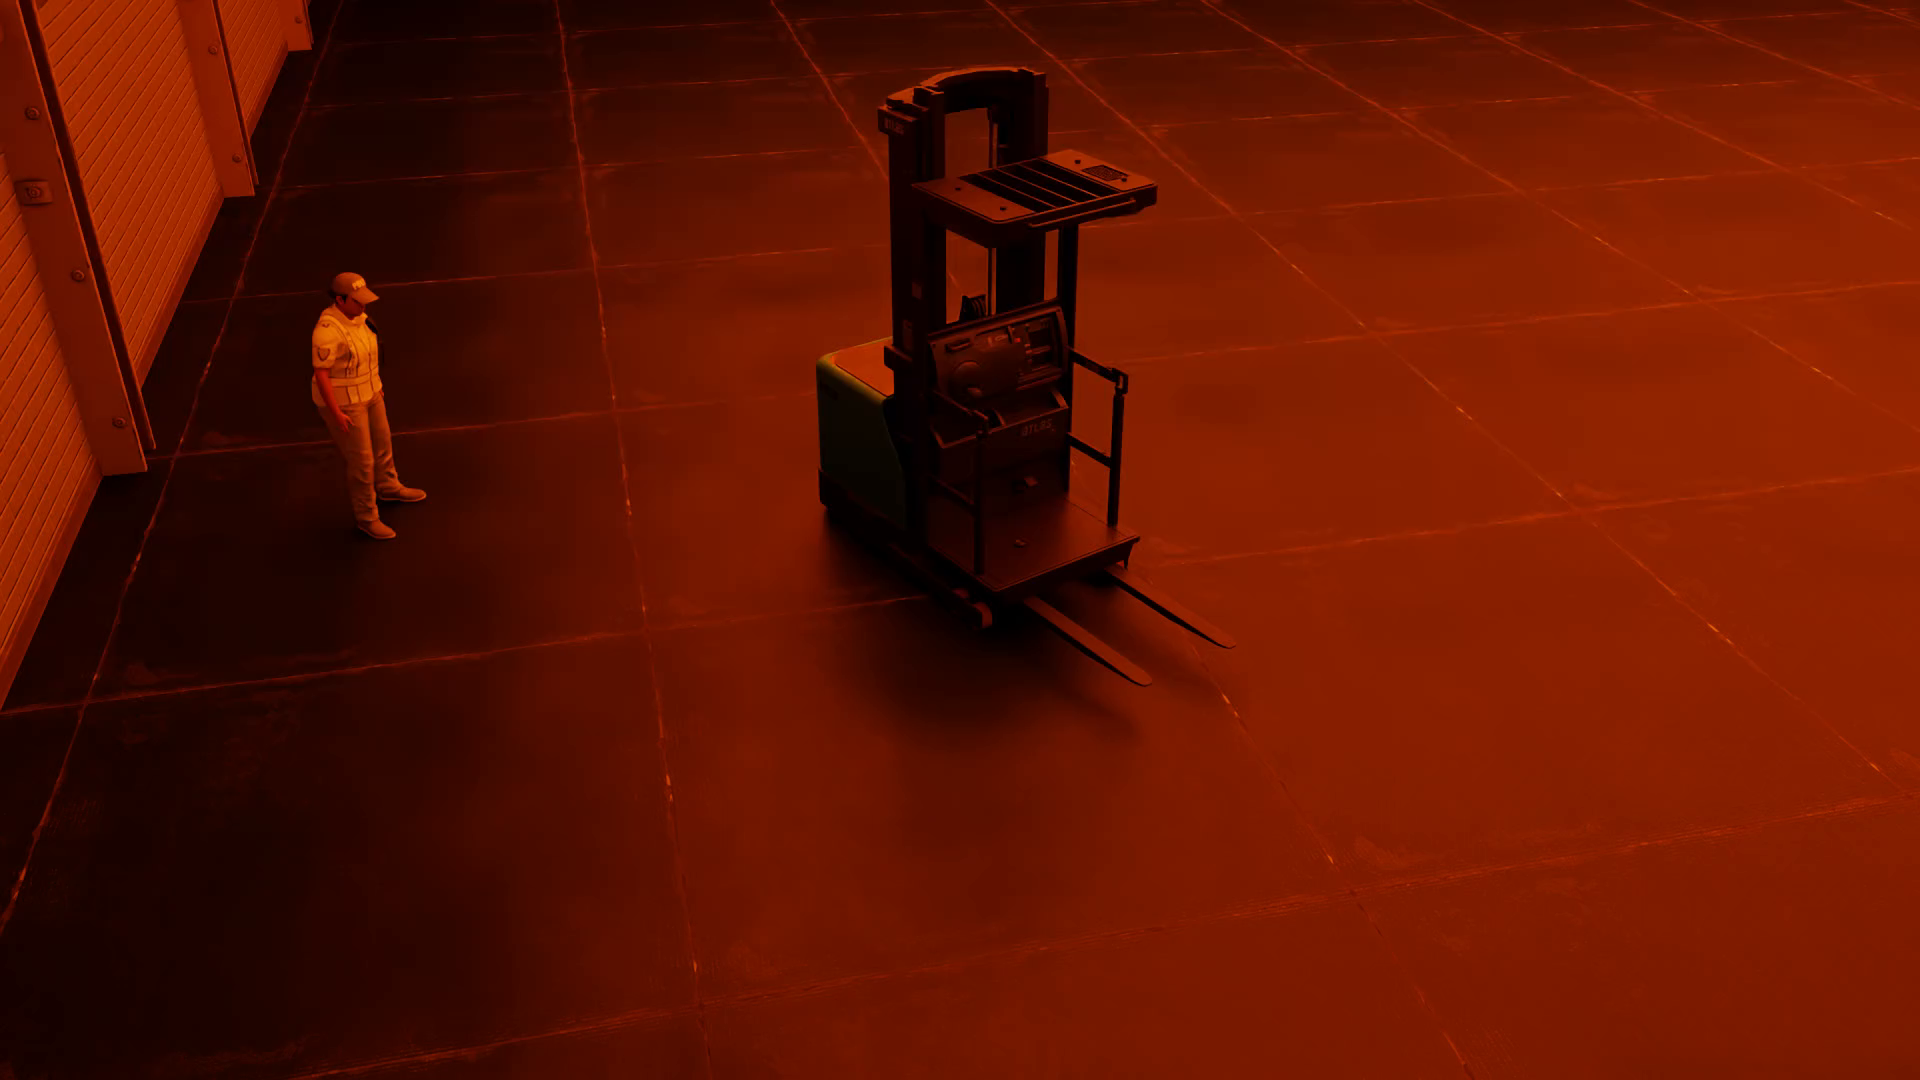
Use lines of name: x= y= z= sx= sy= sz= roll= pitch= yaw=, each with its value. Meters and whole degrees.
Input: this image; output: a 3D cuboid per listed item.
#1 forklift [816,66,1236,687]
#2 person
forklift: x=0.355 y=-1.021 z=9.338 sx=1.130 sy=2.935 sz=3.031 roll=-20 pitch=35 yaw=-30
person: x=-3.733 y=-0.876 z=10.359 sx=0.487 sy=1.670 sz=0.618 roll=5 pitch=30 yaw=9
